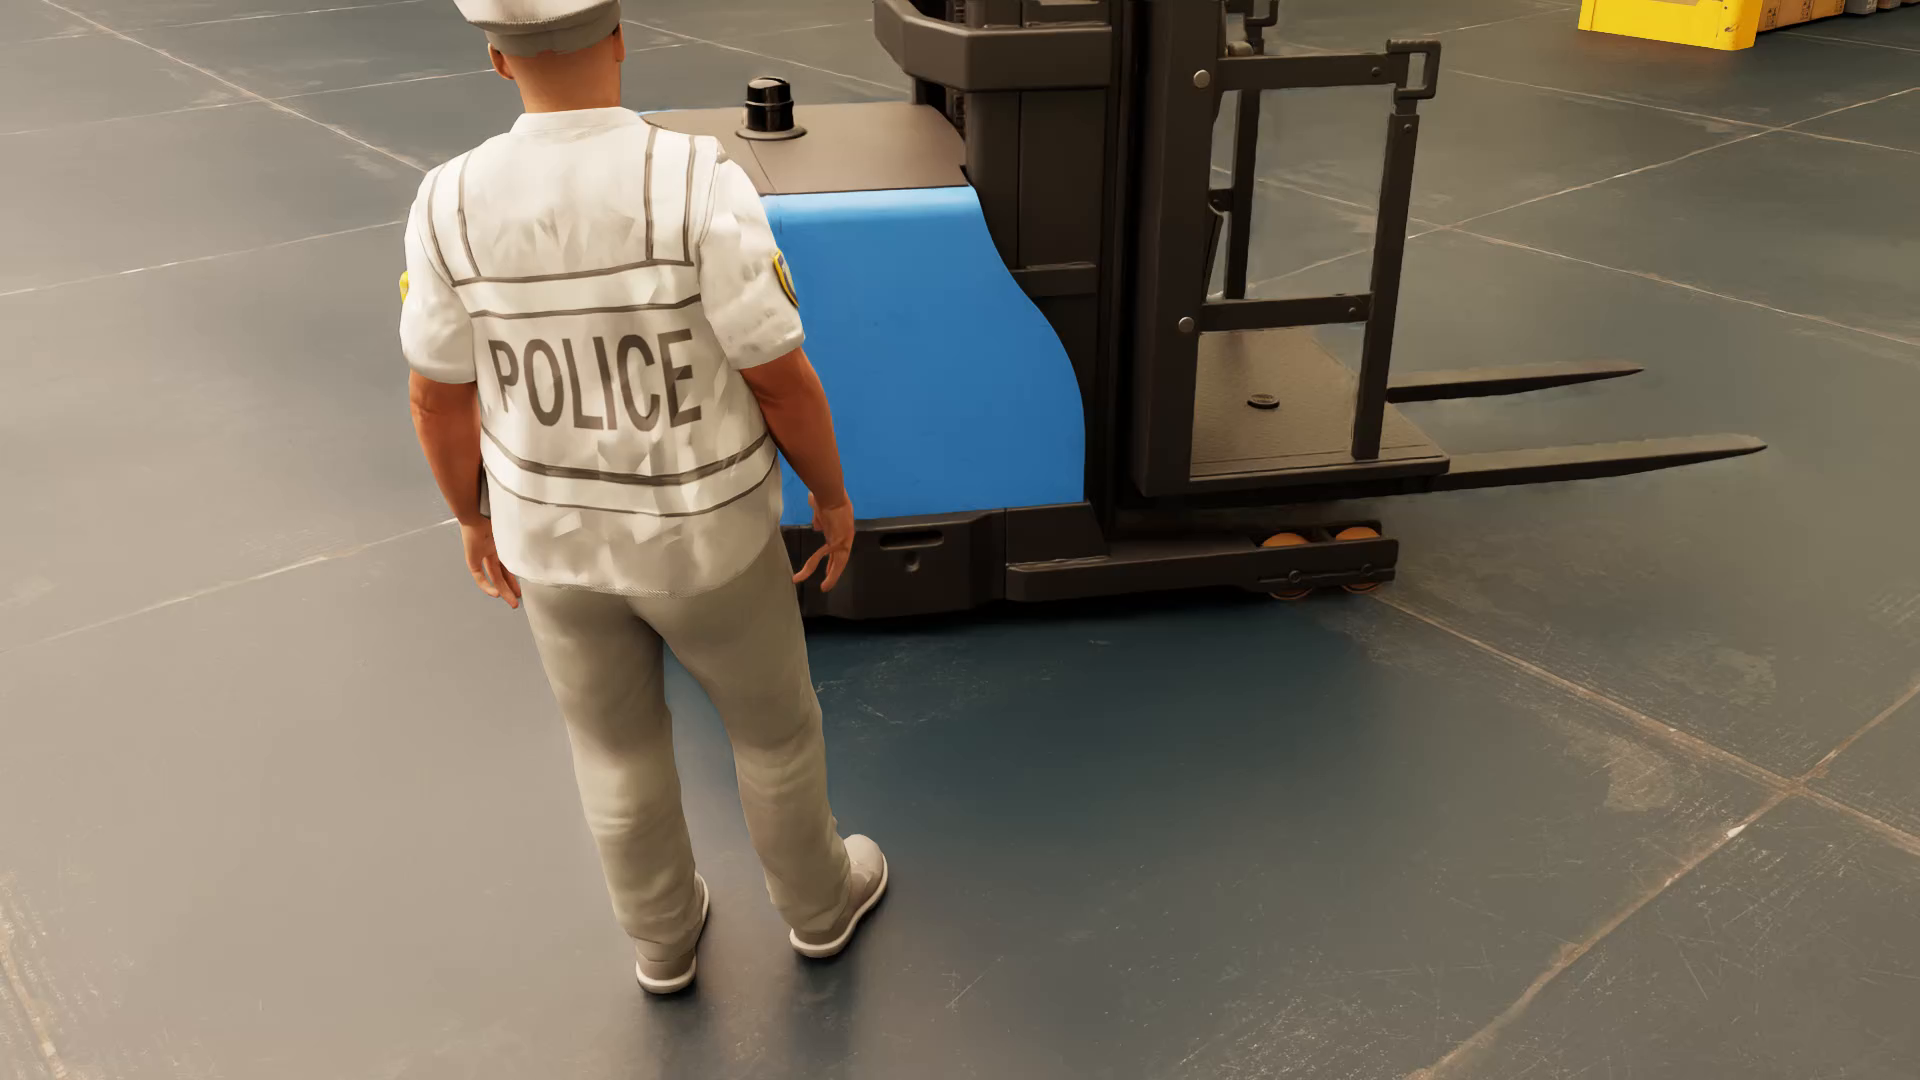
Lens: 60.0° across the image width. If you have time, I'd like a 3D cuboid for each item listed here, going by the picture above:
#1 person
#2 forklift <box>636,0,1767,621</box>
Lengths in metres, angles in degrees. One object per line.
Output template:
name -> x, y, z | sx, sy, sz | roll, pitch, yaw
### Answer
person -> -0.470, -0.066, 2.612 | 0.640, 1.781, 0.576 | 2, 26, 4
forklift -> 0.644, -1.387, 3.998 | 3.031, 2.935, 1.130 | -5, 27, -10
